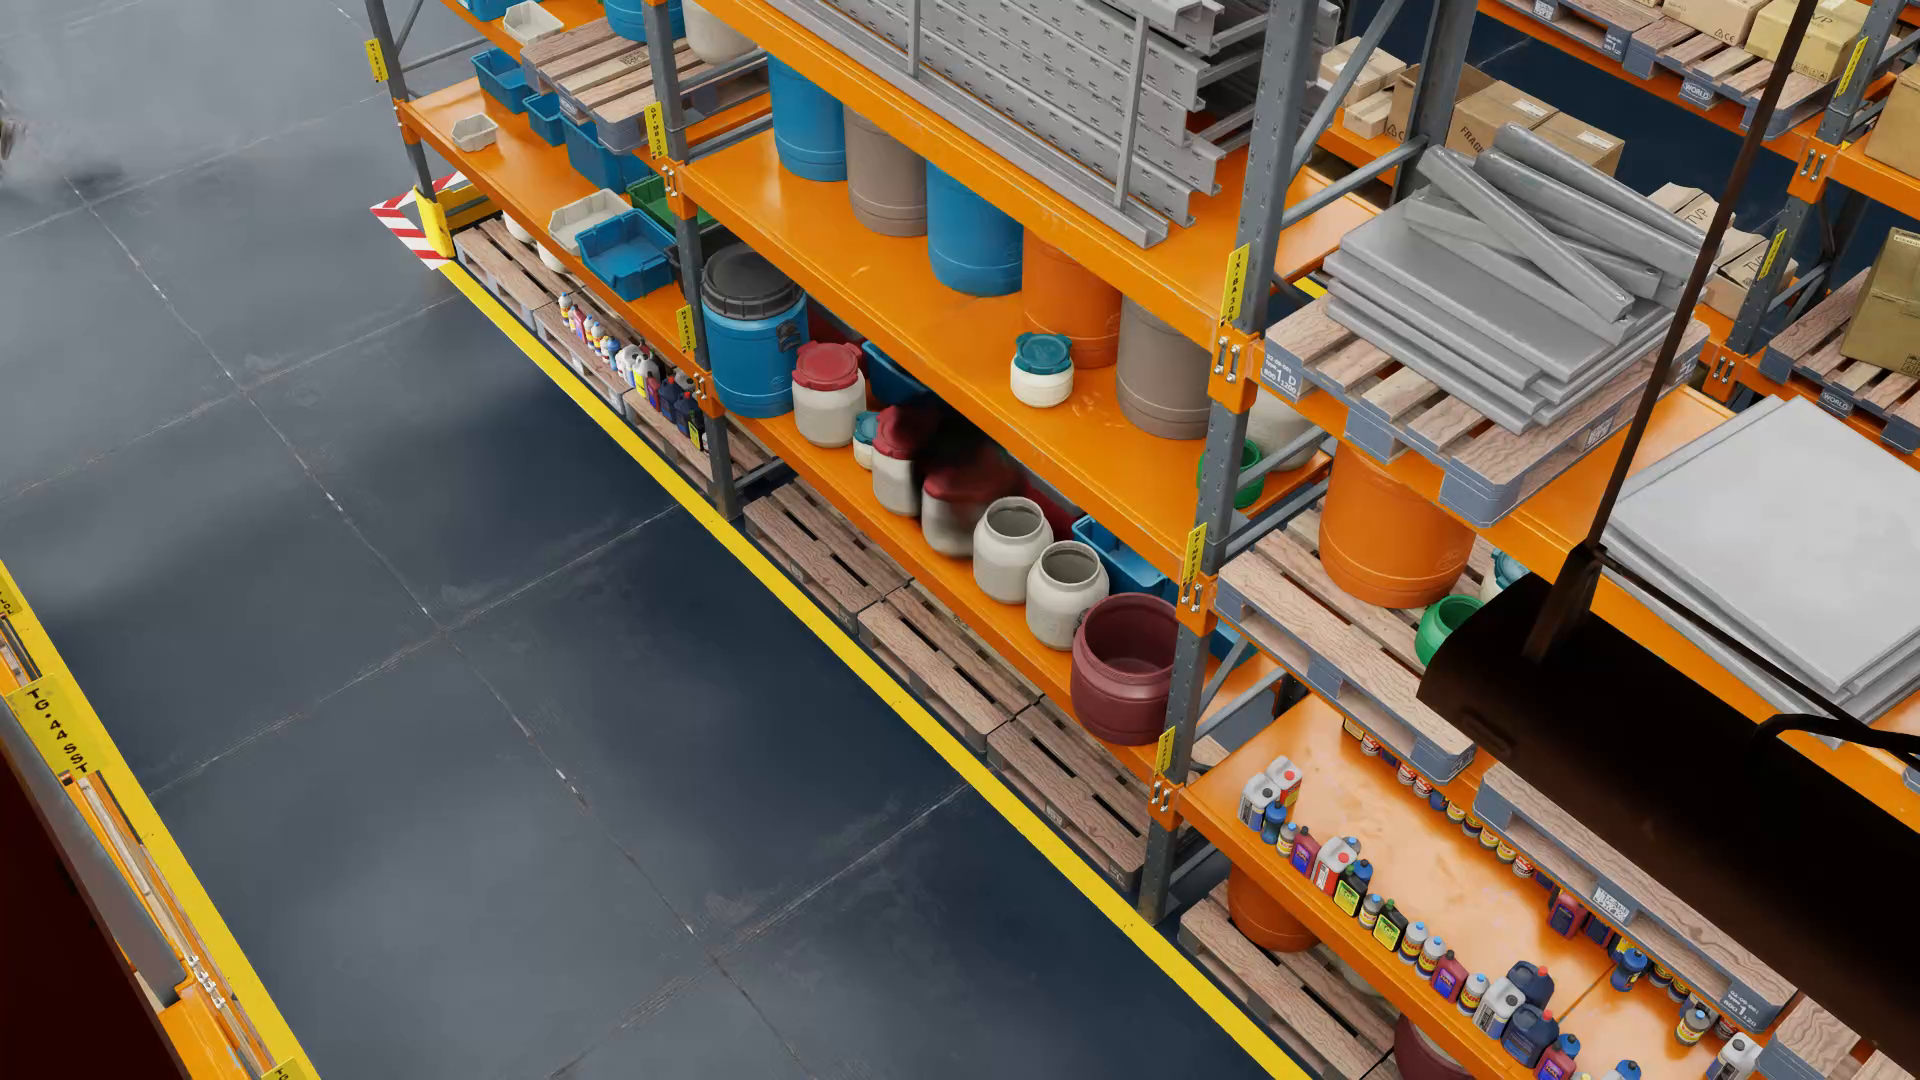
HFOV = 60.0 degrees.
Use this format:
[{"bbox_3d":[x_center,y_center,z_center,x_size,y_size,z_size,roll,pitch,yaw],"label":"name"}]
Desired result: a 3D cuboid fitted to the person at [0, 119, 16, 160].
[{"bbox_3d":[-8.047,-3.566,13.179,0.692,1.733,0.709,-11,48,-10],"label":"person"}]
